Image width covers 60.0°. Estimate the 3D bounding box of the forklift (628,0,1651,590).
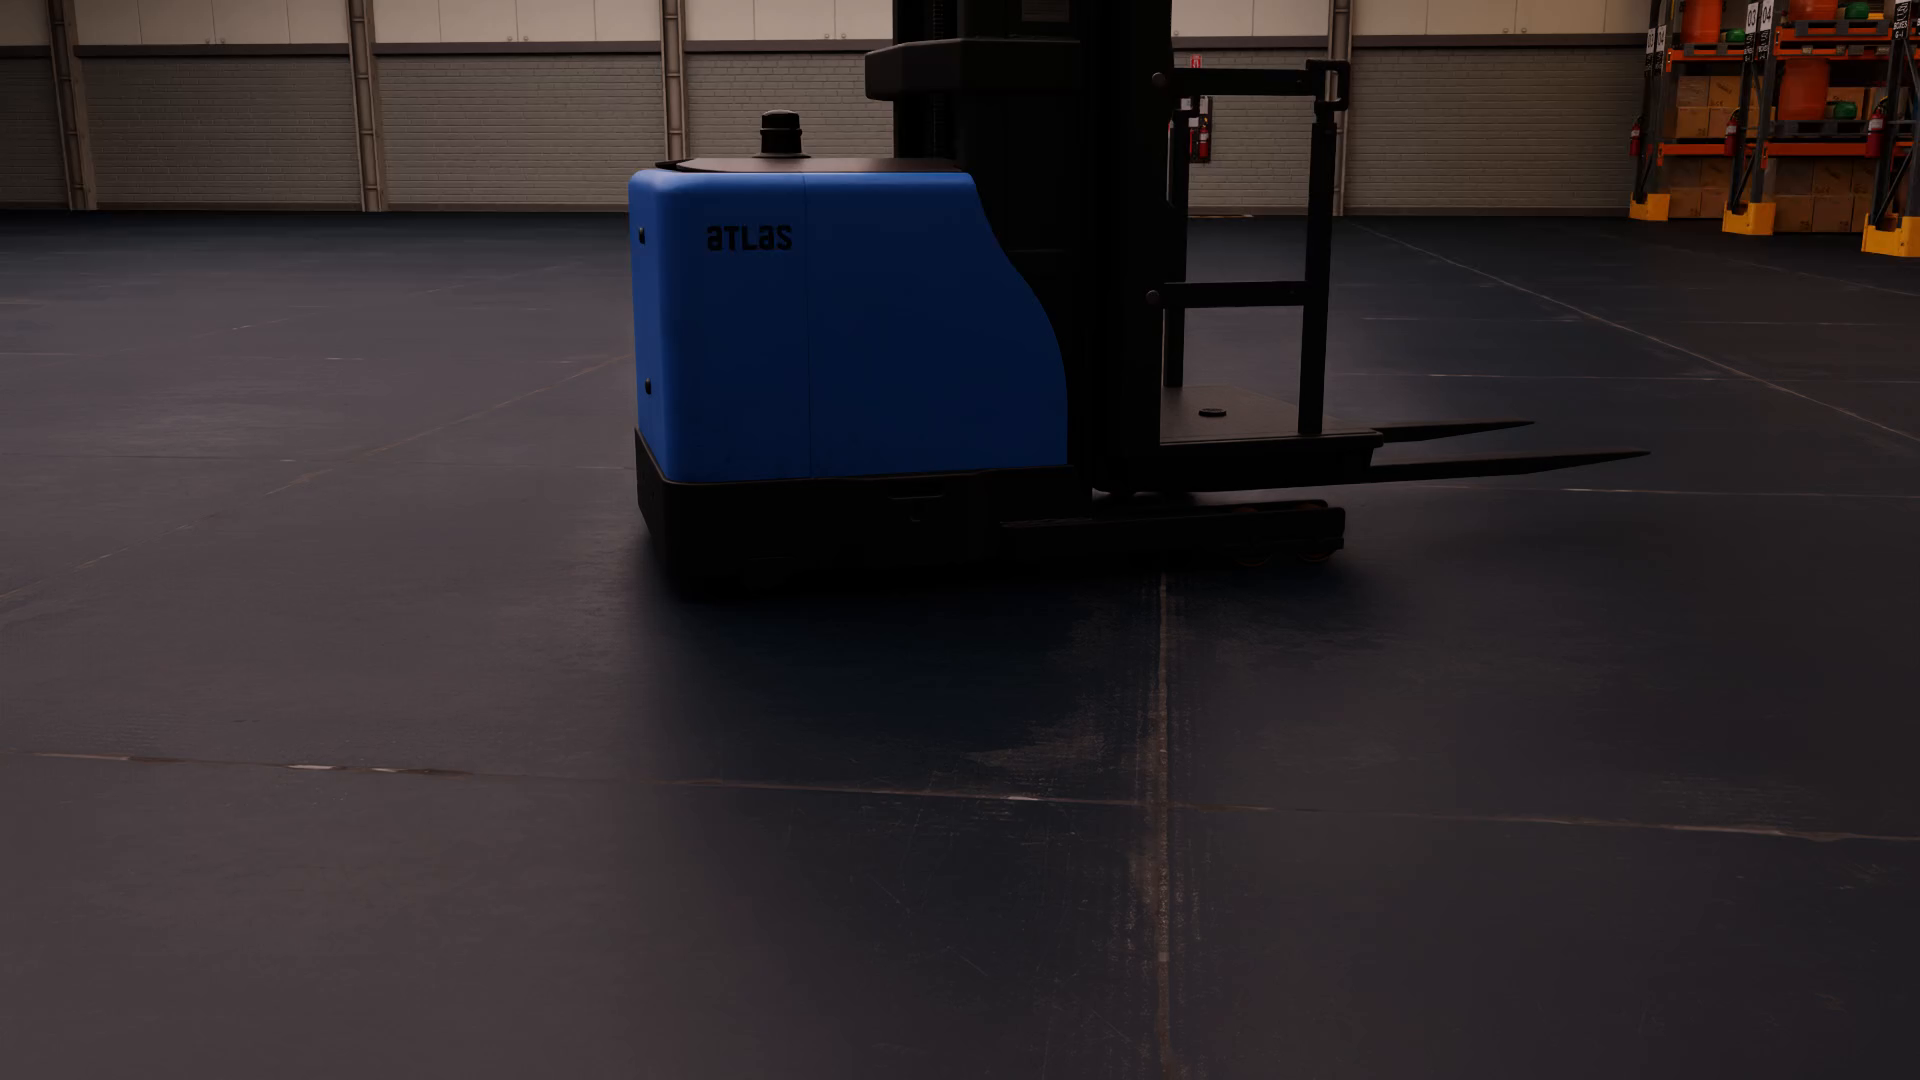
[{"bbox_3d":[0.587,-1.464,4.770,3.031,2.935,1.130,-4,14,-15],"label":"forklift"}]
